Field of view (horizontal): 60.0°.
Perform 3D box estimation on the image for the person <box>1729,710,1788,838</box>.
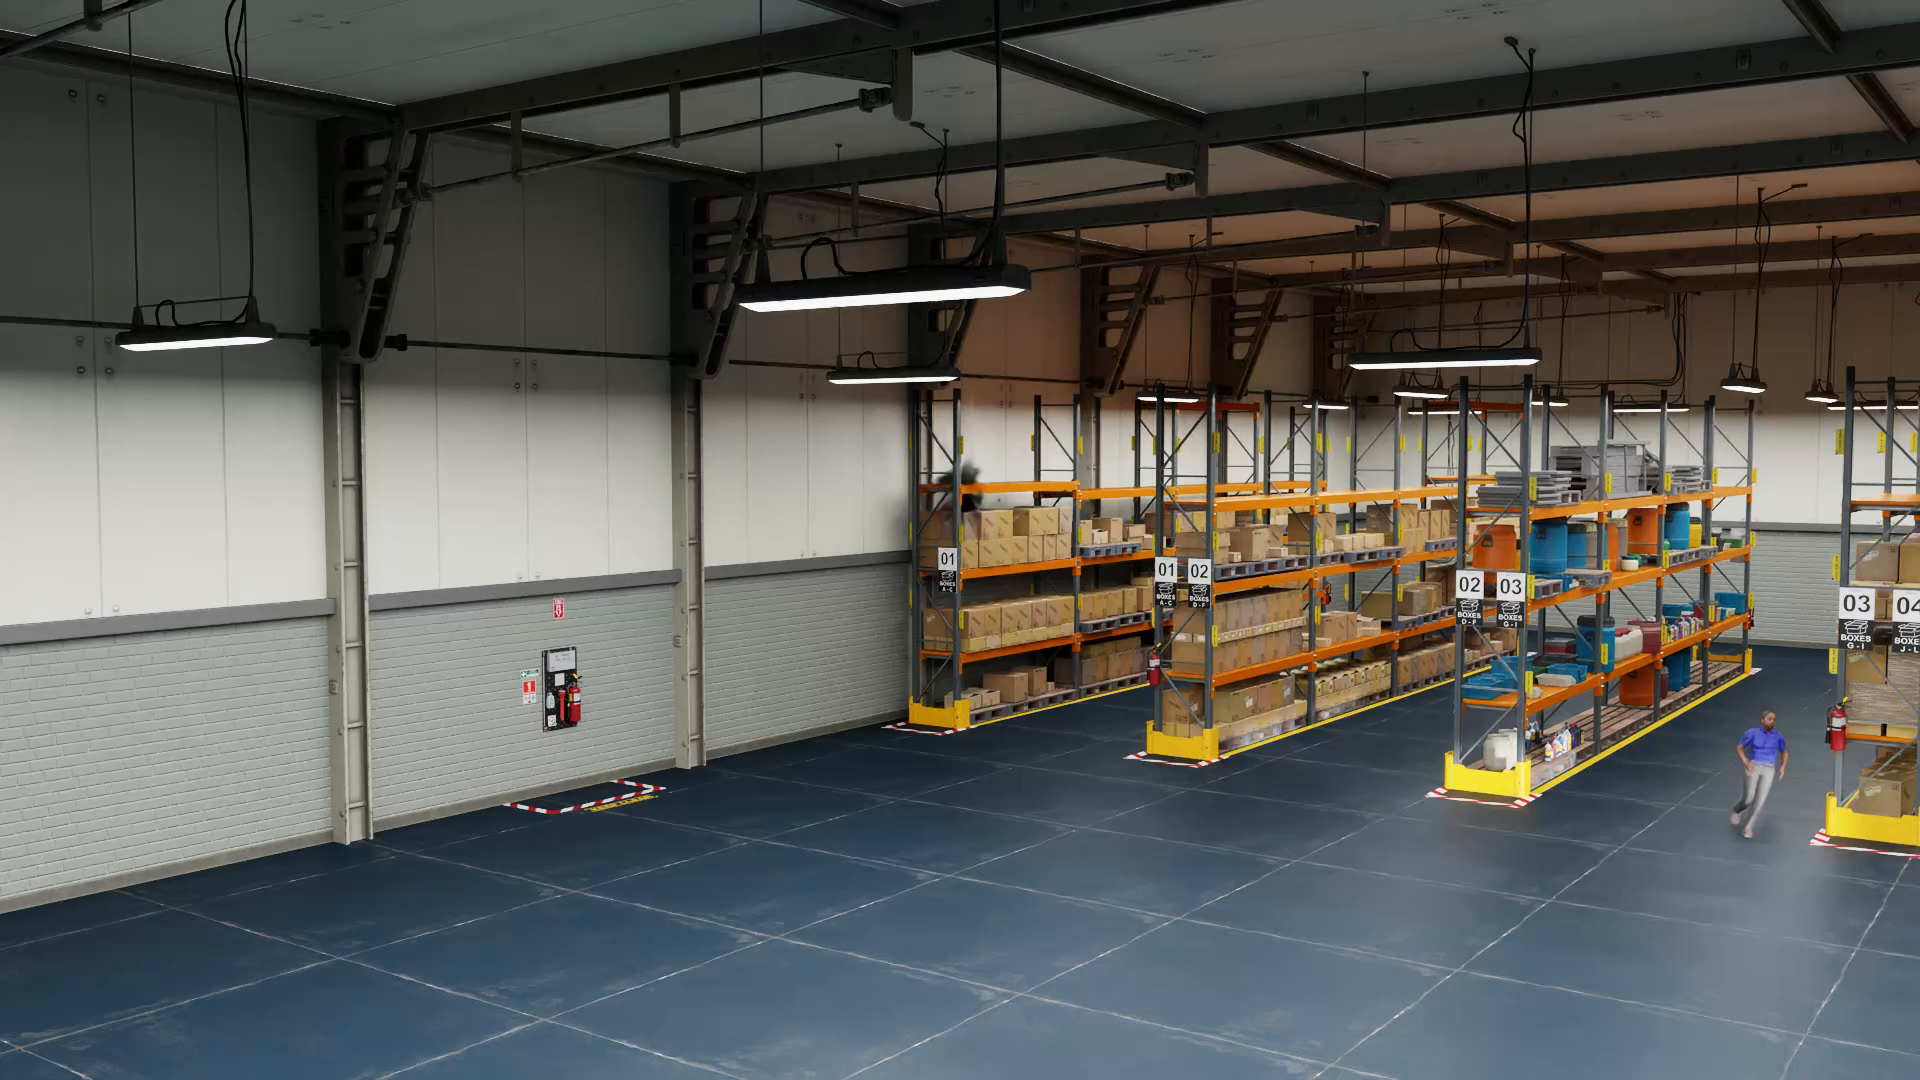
[{"bbox_3d":[10.312,2.985,21.398,0.643,1.612,0.608,1,3,10],"label":"person"}]
